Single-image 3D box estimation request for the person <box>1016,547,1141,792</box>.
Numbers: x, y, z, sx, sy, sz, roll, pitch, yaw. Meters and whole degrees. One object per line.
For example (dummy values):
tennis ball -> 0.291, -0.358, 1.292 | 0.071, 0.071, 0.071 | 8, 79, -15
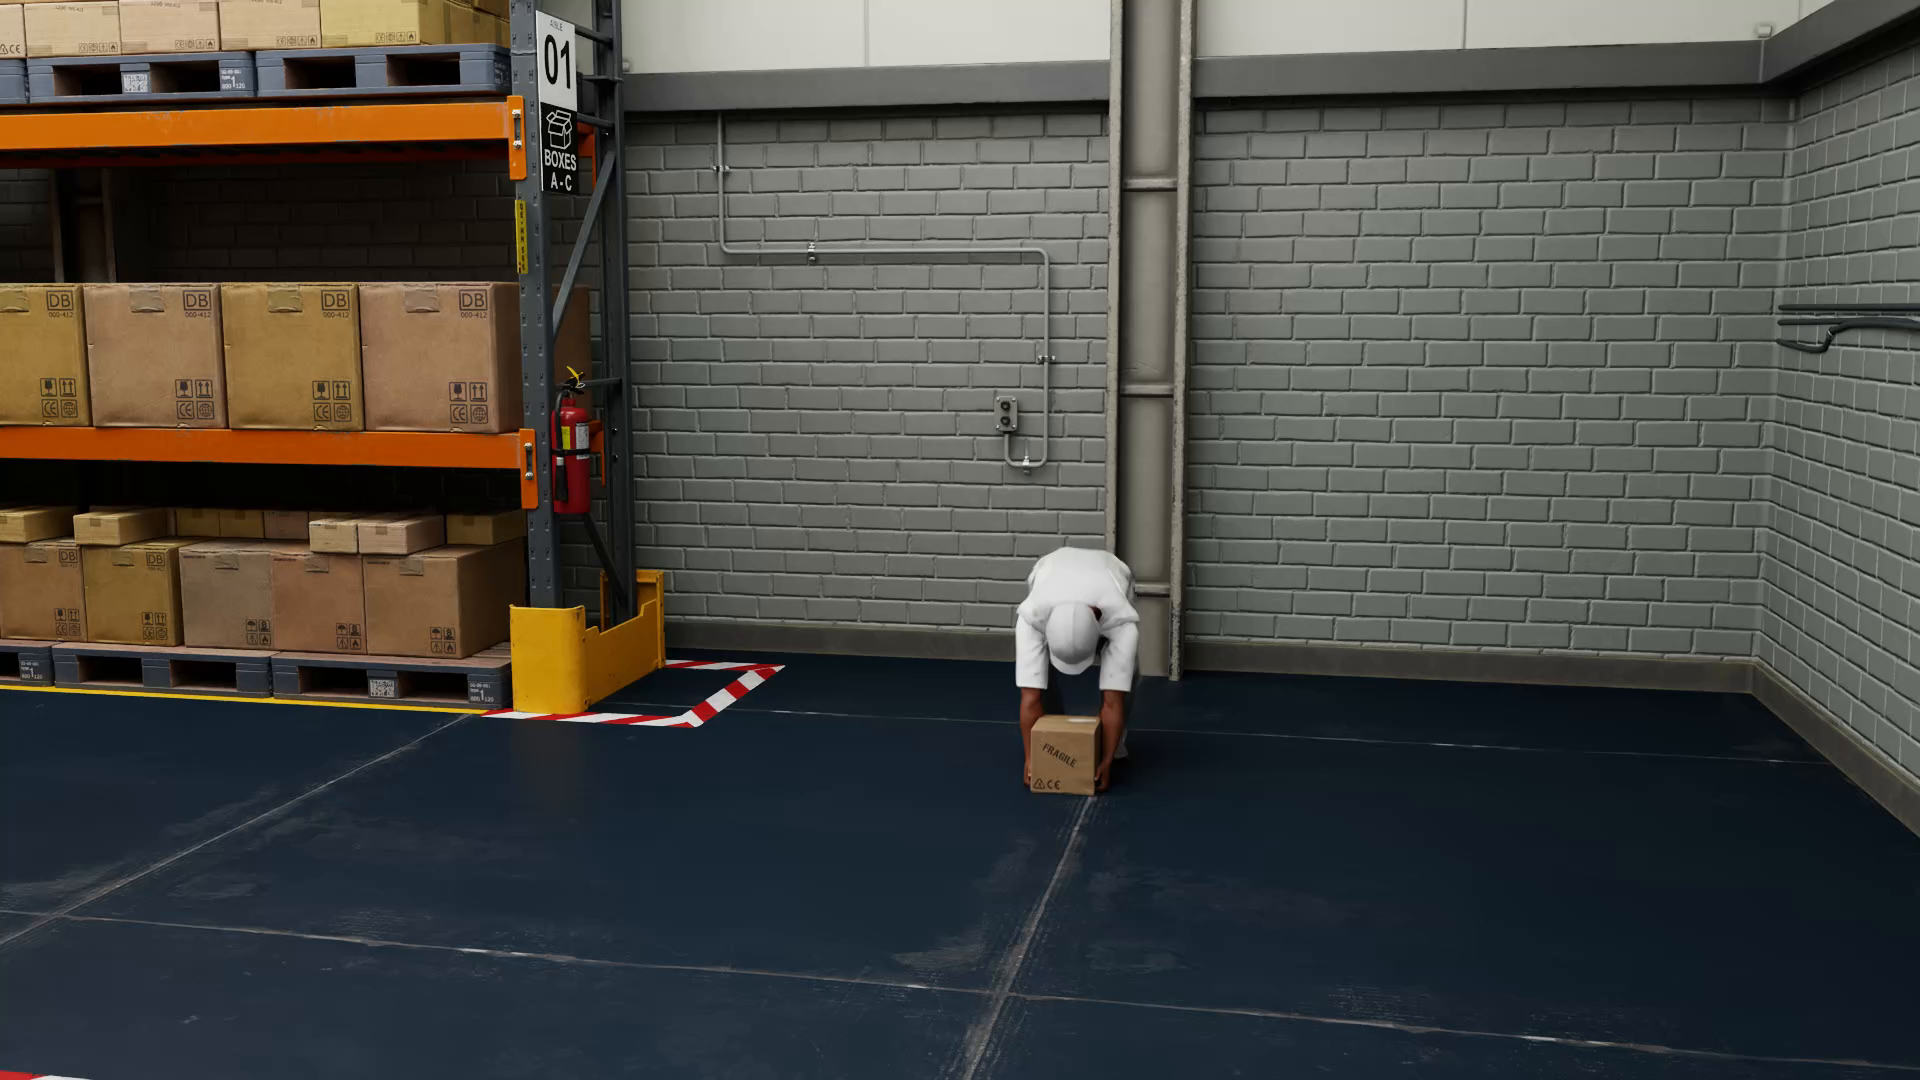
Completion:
person -> 0.494, 0.505, 6.841 | 0.504, 0.896, 0.978 | 1, 8, 9
